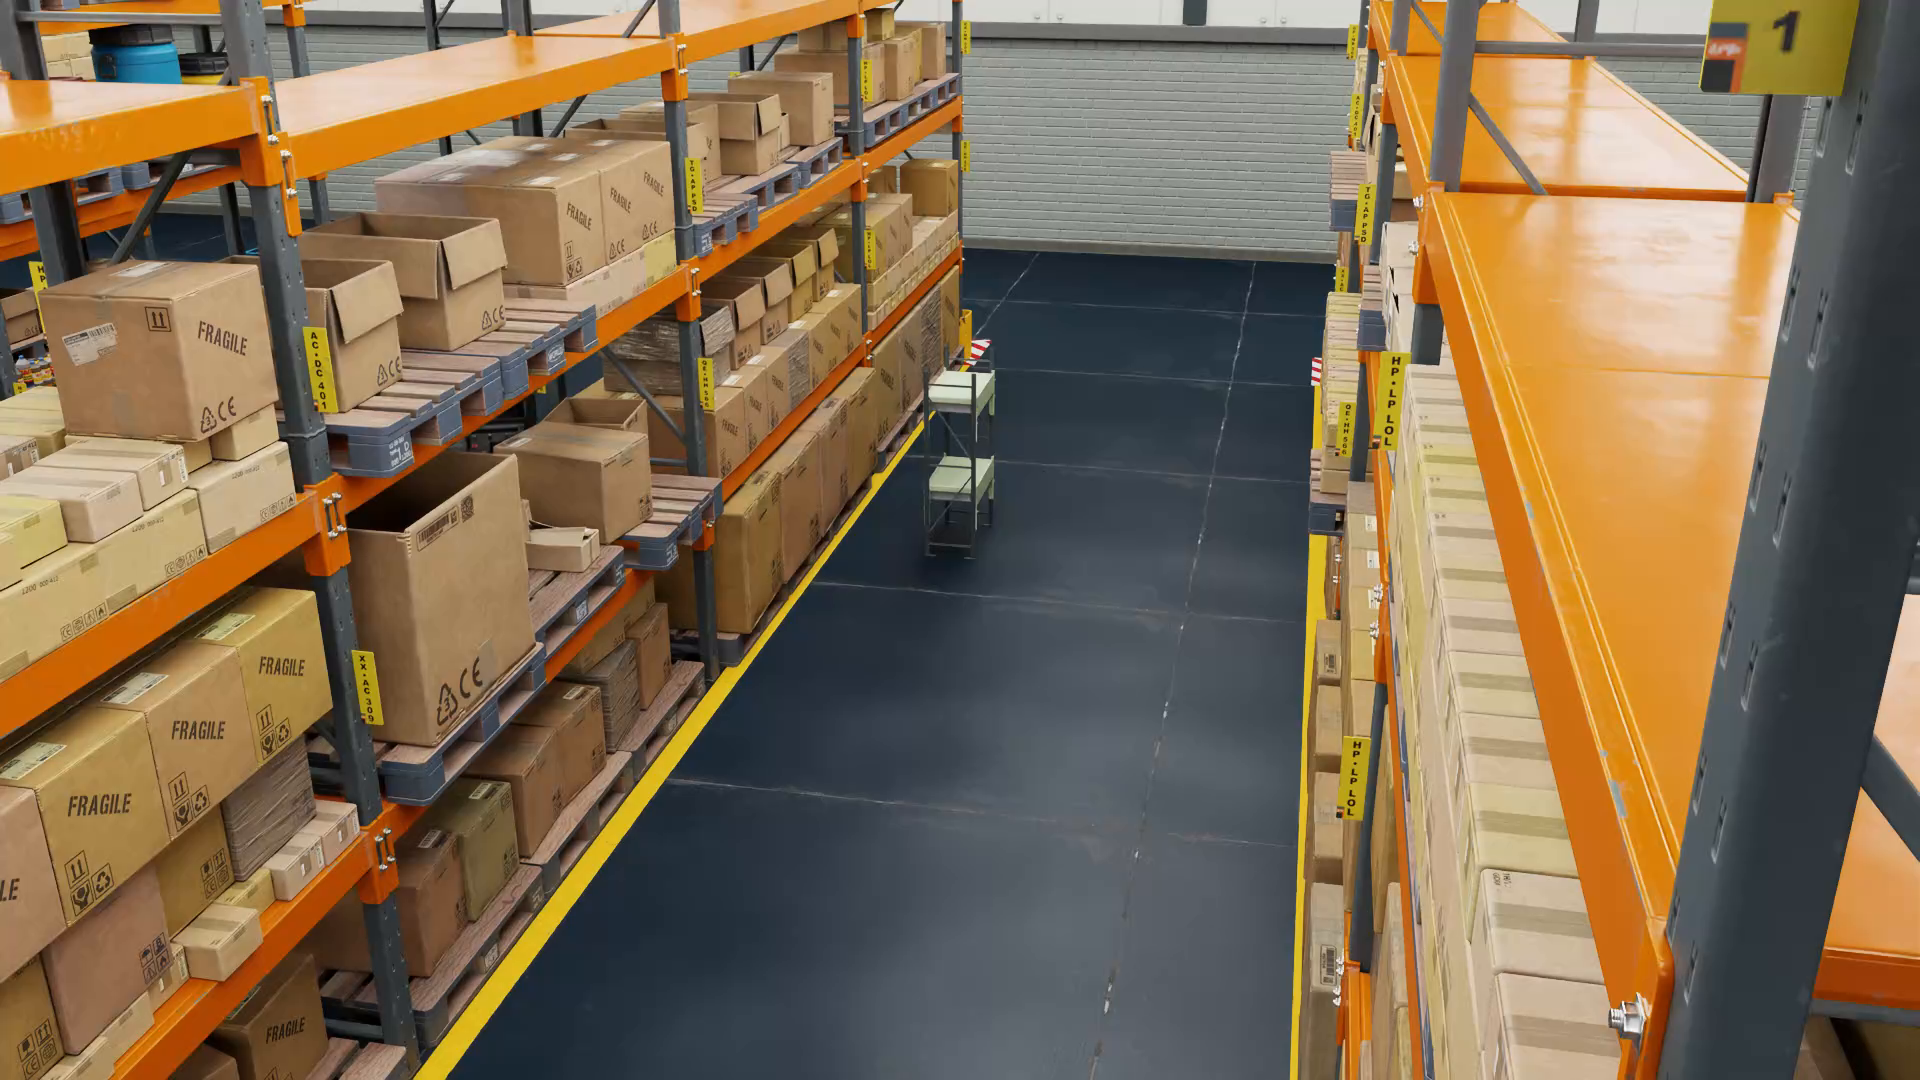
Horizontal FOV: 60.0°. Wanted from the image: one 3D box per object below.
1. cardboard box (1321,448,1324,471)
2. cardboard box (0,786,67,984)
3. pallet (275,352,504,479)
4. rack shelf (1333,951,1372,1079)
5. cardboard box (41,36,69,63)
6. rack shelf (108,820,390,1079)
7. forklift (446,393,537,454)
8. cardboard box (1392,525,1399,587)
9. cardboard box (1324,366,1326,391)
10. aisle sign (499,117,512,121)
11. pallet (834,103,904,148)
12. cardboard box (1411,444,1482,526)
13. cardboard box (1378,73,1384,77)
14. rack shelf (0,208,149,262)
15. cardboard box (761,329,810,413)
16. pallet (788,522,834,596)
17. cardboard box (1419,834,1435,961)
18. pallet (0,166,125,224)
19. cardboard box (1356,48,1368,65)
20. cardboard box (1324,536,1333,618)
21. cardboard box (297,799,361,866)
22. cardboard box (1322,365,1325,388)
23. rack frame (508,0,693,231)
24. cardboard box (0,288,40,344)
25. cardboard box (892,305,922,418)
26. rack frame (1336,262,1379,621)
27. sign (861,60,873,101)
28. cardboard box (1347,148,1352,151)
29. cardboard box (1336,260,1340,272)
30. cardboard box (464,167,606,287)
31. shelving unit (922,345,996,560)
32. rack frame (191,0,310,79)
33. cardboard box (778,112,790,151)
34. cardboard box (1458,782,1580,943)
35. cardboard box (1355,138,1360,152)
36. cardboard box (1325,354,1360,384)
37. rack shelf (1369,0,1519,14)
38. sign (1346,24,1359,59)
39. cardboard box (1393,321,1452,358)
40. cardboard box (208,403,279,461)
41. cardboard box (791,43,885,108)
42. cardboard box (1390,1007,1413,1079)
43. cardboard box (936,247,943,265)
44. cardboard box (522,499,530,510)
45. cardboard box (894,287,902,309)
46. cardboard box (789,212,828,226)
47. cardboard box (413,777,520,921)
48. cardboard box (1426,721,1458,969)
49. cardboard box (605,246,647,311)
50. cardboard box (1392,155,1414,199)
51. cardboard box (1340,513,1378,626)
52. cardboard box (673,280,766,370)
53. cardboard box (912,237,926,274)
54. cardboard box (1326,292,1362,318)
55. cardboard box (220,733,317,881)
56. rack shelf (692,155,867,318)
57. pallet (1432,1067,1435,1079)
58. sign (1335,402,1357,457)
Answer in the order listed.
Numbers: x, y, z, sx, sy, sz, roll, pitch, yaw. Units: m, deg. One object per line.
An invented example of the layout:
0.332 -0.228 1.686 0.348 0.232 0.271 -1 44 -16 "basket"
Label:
2.432 -0.473 10.287 0.380 0.149 0.250 4 22 11 "cardboard box"
-3.054 1.045 4.873 0.500 0.500 0.500 4 22 11 "cardboard box"
-2.692 -0.563 6.972 1.213 0.211 1.003 4 22 11 "pallet"
1.505 2.439 4.244 1.077 0.370 4.000 4 22 11 "rack shelf"
-10.128 -5.349 18.137 0.500 0.250 0.500 4 22 11 "cardboard box"
-3.330 2.024 5.275 1.077 0.370 4.000 4 22 11 "rack shelf"
-3.300 -0.535 10.759 1.130 2.935 3.031 -4 22 -9 "forklift"
1.455 0.060 4.814 0.380 0.149 0.250 5 22 11 "cardboard box"
2.698 -1.087 11.412 0.380 0.149 0.250 4 22 10 "cardboard box"
-5.021 -5.017 18.315 0.394 0.787 0.004 4 22 11 "aisle sign"
-1.113 -3.615 14.419 1.003 0.211 1.213 4 22 11 "pallet"
1.351 -0.126 4.208 0.380 0.149 0.250 4 22 10 "cardboard box"
3.563 -3.702 13.514 0.380 0.149 0.250 5 23 13 "cardboard box"
-10.579 -3.121 18.050 1.077 0.370 4.000 4 22 11 "rack shelf"
-1.432 -1.266 12.348 0.500 0.500 0.500 5 22 11 "cardboard box"
-1.620 0.062 12.916 1.003 0.211 1.213 4 22 11 "pallet"
1.092 0.709 3.203 0.380 0.149 0.250 5 22 11 "cardboard box"
-6.703 -2.457 11.678 1.003 0.211 1.213 4 22 11 "pallet"
3.876 -4.466 15.411 0.380 0.149 0.250 4 22 11 "cardboard box"
2.809 0.231 11.548 0.500 0.500 0.500 3 22 9 "cardboard box"
-2.678 1.177 6.753 0.380 0.149 0.250 4 22 11 "cardboard box"
2.805 -1.143 11.950 0.380 0.149 0.250 3 22 9 "cardboard box"
-2.106 -3.286 9.468 1.000 3.000 0.127 4 22 11 "rack frame"
-10.609 -2.457 18.191 0.797 0.503 0.637 4 22 11 "cardboard box"
-0.893 -1.740 15.941 0.875 0.875 0.875 4 22 11 "cardboard box"
2.729 -0.089 9.558 1.000 3.000 0.127 4 22 11 "rack frame"
-0.757 -3.706 13.412 0.100 0.325 0.005 4 22 11 "sign"
4.010 -3.519 16.205 0.500 0.500 0.500 4 22 11 "cardboard box"
3.856 -2.614 16.165 0.380 0.149 0.250 4 22 9 "cardboard box"
-2.168 -1.612 8.522 0.500 0.500 0.500 5 22 12 "cardboard box"
-0.001 -0.693 13.067 0.431 1.500 0.755 4 22 11 "shelving unit"
-6.138 -5.127 14.038 1.000 3.000 0.127 4 22 11 "rack frame"
-1.602 -3.117 12.620 0.500 0.311 0.500 4 22 9 "cardboard box"
0.989 0.522 2.599 0.380 0.149 0.250 5 22 12 "cardboard box"
3.381 -3.073 13.155 0.500 0.250 0.500 5 22 12 "cardboard box"
2.646 -1.130 11.121 0.380 0.149 0.250 6 23 14 "cardboard box"
3.953 -4.731 14.021 1.077 0.370 4.000 4 22 11 "rack shelf"
3.830 -4.853 16.202 0.100 0.325 0.005 4 22 11 "sign"
1.949 -0.657 6.460 0.500 0.250 0.500 4 22 10 "cardboard box"
-2.706 -0.407 6.000 0.380 0.149 0.250 5 23 13 "cardboard box"
-1.075 -4.133 14.755 0.700 0.500 0.500 6 23 14 "cardboard box"
1.460 1.528 3.899 0.875 0.550 0.500 4 22 11 "cardboard box"
-0.380 -2.879 16.823 0.380 0.149 0.250 5 22 12 "cardboard box"
-2.673 -0.033 9.060 0.500 0.250 0.500 4 22 9 "cardboard box"
-0.745 -2.222 15.191 0.380 0.149 0.250 4 22 9 "cardboard box"
-1.458 -2.571 14.522 0.500 0.500 0.500 5 22 12 "cardboard box"
-2.660 1.519 8.325 0.700 0.500 0.500 4 22 11 "cardboard box"
1.129 0.569 3.016 0.500 0.250 0.500 4 22 11 "cardboard box"
-2.051 -1.450 9.125 0.500 0.250 0.500 4 22 11 "cardboard box"
2.557 -2.049 9.253 0.396 0.266 0.258 4 22 11 "cardboard box"
2.272 0.195 8.721 0.500 0.500 0.500 4 22 10 "cardboard box"
-1.805 -1.520 11.635 0.797 0.503 0.637 5 22 12 "cardboard box"
-0.623 -2.738 15.939 0.500 0.250 0.500 4 22 11 "cardboard box"
3.015 -1.797 12.777 0.380 0.149 0.250 6 23 14 "cardboard box"
-3.075 0.935 6.486 0.875 0.500 0.500 4 22 11 "cardboard box"
-1.698 -2.293 11.979 1.077 0.370 4.000 4 22 11 "rack shelf"
1.238 1.215 2.426 1.003 0.211 1.213 4 22 11 "pallet"
2.196 -0.627 9.451 0.100 0.325 0.005 4 22 11 "sign"
